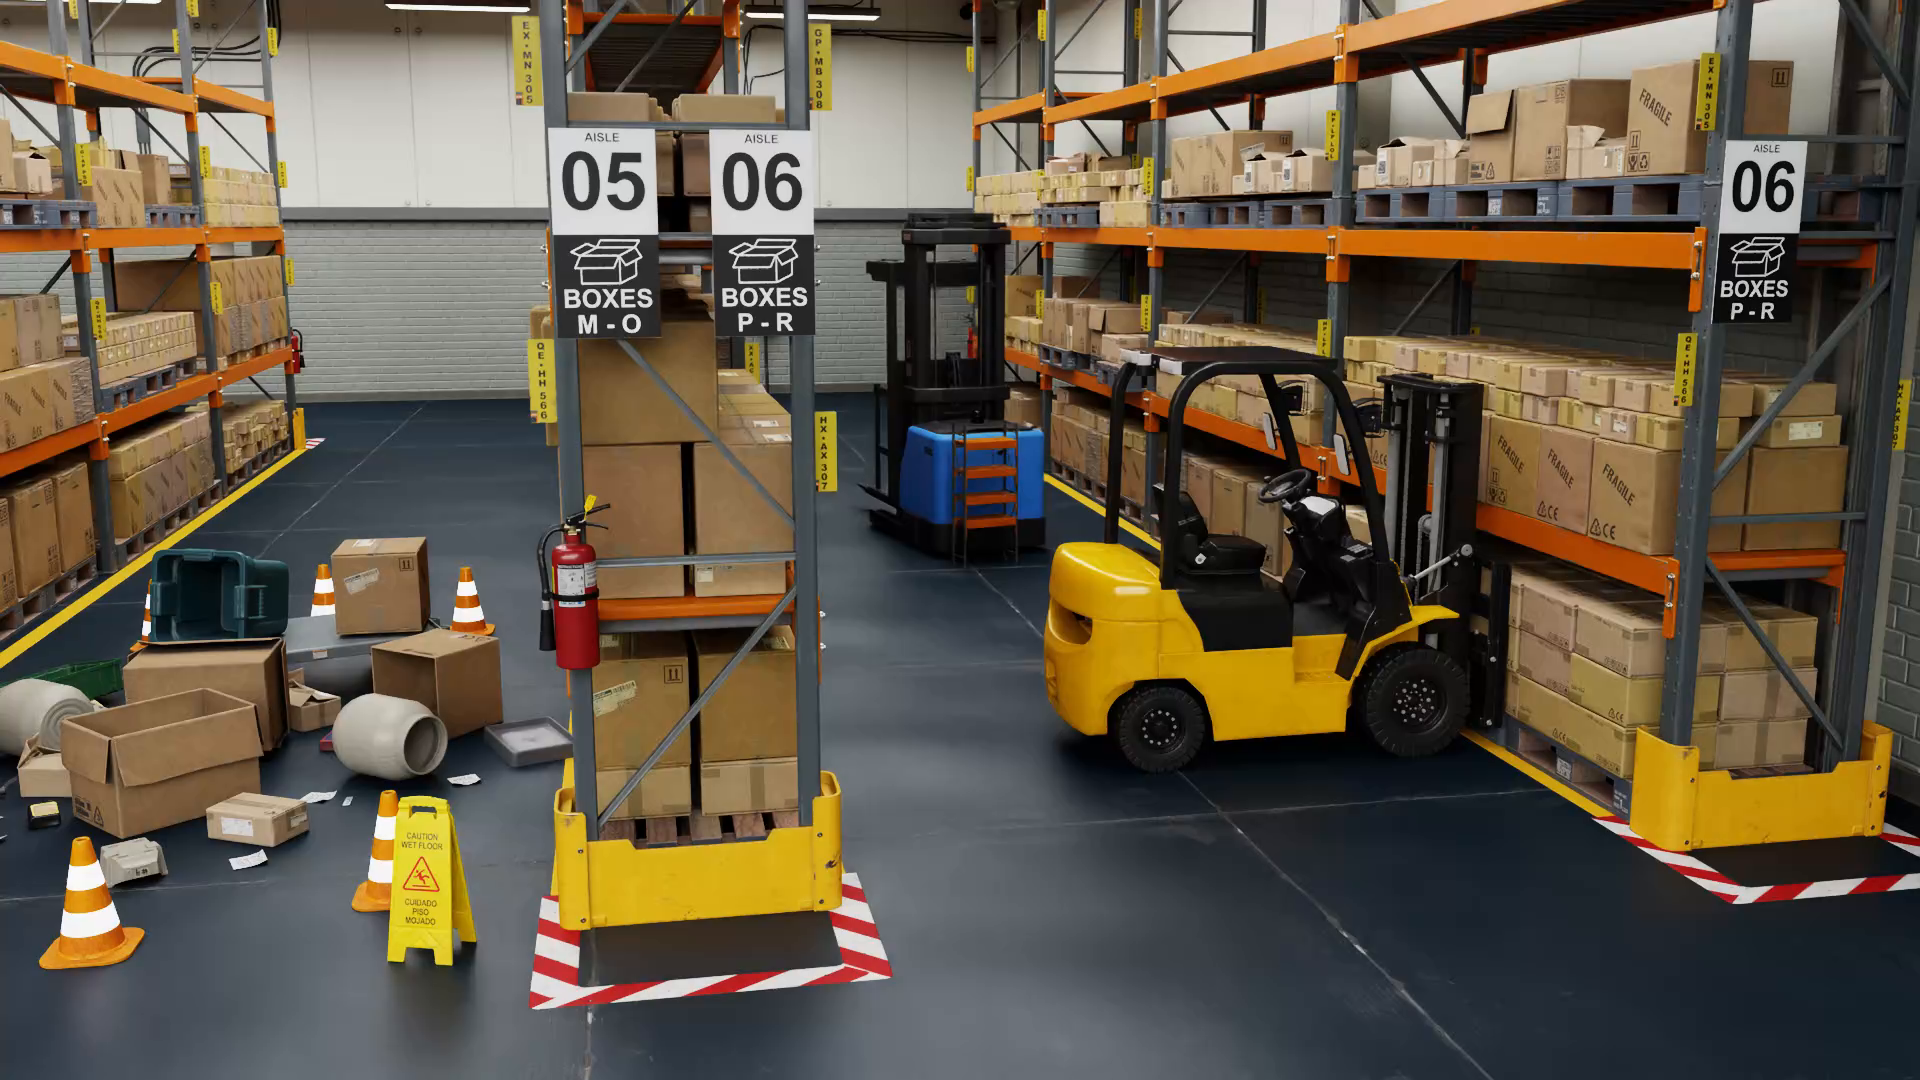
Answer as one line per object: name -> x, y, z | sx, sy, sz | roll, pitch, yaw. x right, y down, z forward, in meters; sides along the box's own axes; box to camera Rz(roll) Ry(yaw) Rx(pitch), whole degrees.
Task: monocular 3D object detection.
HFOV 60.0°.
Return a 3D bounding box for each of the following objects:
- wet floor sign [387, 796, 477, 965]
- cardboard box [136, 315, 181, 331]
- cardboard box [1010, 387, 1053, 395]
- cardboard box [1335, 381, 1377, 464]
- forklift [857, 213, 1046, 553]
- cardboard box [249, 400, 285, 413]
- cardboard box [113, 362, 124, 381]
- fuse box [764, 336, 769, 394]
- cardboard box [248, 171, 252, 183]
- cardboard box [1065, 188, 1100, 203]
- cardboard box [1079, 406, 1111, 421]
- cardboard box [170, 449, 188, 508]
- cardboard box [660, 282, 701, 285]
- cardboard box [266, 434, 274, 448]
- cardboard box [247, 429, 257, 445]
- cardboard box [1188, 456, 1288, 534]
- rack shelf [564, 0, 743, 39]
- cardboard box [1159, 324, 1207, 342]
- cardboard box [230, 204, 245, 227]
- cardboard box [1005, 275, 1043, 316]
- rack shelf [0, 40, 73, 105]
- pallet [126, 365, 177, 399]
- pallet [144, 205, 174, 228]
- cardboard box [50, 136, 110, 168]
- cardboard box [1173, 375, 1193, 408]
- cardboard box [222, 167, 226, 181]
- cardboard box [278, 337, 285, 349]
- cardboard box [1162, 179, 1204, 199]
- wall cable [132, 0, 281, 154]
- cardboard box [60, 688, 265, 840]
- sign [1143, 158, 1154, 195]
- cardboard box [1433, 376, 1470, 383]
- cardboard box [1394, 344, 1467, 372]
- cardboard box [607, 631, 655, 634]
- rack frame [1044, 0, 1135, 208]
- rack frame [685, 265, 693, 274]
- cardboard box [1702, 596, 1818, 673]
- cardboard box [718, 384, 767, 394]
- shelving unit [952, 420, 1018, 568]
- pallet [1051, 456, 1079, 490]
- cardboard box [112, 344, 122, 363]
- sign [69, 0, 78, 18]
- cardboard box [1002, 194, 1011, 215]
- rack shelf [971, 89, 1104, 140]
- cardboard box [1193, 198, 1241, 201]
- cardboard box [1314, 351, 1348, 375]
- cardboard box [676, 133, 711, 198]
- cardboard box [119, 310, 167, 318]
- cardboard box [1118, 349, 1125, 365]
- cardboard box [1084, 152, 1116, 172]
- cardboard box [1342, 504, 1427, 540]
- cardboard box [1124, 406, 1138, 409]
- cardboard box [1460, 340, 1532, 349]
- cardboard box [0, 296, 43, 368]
wet floor sign -> -2.094, 1.317, 6.549 | 0.267, 0.644, 0.232 | 2, 11, 9
cardboard box -> -7.881, -2.127, 16.308 | 0.380, 0.149, 0.250 | -2, 11, -13
cardboard box -> 0.829, -1.733, 21.842 | 0.700, 0.500, 0.500 | -2, 11, -9
cardboard box -> 2.839, -0.786, 11.036 | 0.500, 0.500, 0.500 | -2, 11, -13
forklift -> -0.224, -1.561, 15.561 | 1.130, 2.935, 3.031 | -4, 11, -19
cardboard box -> -8.678, -1.659, 20.801 | 0.380, 0.149, 0.250 | -2, 11, -10
cardboard box -> -7.468, -1.453, 14.355 | 0.380, 0.149, 0.250 | -2, 11, -8
fuse box -> -3.224, -3.297, 27.945 | 0.539, 1.711, 0.414 | -2, 11, -11
cardboard box -> -8.526, -4.251, 19.483 | 0.380, 0.149, 0.250 | -2, 11, -12
cardboard box -> 1.321, -3.644, 17.578 | 0.380, 0.149, 0.250 | -2, 11, -12
cardboard box -> 1.519, -1.372, 18.210 | 0.380, 0.149, 0.250 | -2, 11, -12
cardboard box -> -7.666, -0.579, 15.777 | 0.500, 0.500, 0.500 | -2, 11, -12
cardboard box -> -2.600, -2.110, 15.321 | 0.500, 0.500, 0.500 | -2, 11, -11
cardboard box -> -8.434, -1.181, 19.882 | 0.380, 0.149, 0.250 | -3, 11, -14
cardboard box -> -8.295, -1.181, 19.087 | 0.380, 0.149, 0.250 | -2, 11, -11
cardboard box -> 2.473, -0.367, 14.328 | 0.875, 0.625, 0.625 | -2, 11, -9
rack shelf -> -1.471, -2.872, 8.150 | 1.077, 0.370, 4.000 | -2, 11, -11
cardboard box -> 2.004, -1.860, 14.944 | 0.380, 0.149, 0.250 | -2, 11, -9
cardboard box -> -8.271, -3.597, 18.453 | 0.500, 0.250, 0.500 | -2, 11, -9
cardboard box -> 0.791, -3.101, 21.068 | 0.500, 0.500, 0.500 | -2, 11, -10
rack shelf -> -7.085, -3.212, 10.999 | 1.077, 0.370, 4.000 | -2, 11, -11
pallet -> -7.899, -1.449, 15.300 | 1.003, 0.211, 1.213 | -2, 11, -11
pallet -> -8.031, -2.989, 15.360 | 1.213, 0.211, 1.003 | -2, 11, -11
cardboard box -> -7.382, -3.259, 13.960 | 0.396, 0.266, 0.258 | -2, 11, -11
cardboard box -> 2.170, -1.305, 14.432 | 0.500, 0.250, 0.500 | -2, 11, -12
cardboard box -> -8.271, -4.010, 18.217 | 0.380, 0.149, 0.250 | -2, 11, -13
cardboard box -> -8.689, -2.476, 20.854 | 0.380, 0.149, 0.250 | -2, 11, -11
cardboard box -> 2.000, -3.101, 14.676 | 0.380, 0.166, 0.250 | -2, 11, -11
wall cable -> -11.633, -8.177, 25.486 | 2.277, 5.999, 0.120 | -2, 11, -11
cardboard box -> -3.907, 1.083, 8.159 | 0.637, 0.503, 0.797 | 9, 14, 38
sign -> 1.698, -3.270, 14.947 | 0.100, 0.325, 0.005 | -2, 11, -11
cardboard box -> 3.033, -0.892, 9.857 | 0.380, 0.149, 0.250 | -2, 11, -13
cardboard box -> 2.927, -1.130, 10.315 | 0.380, 0.149, 0.250 | -2, 11, -10
cardboard box -> -1.631, 0.342, 7.867 | 0.380, 0.149, 0.250 | -2, 11, -9
rack frame -> 1.452, -5.242, 18.671 | 1.000, 3.000, 0.127 | -2, 11, -11
rack frame -> -3.416, -2.114, 18.280 | 1.000, 3.000, 0.127 | -2, 11, -11
cardboard box -> 3.879, 0.464, 8.292 | 0.500, 0.250, 0.500 | -2, 11, -12
cardboard box -> -1.317, -0.580, 9.159 | 0.500, 0.500, 0.500 | -2, 11, -9
shelving unit -> 0.212, -0.391, 14.043 | 0.503, 1.200, 0.258 | -5, 12, -25
pallet -> 1.648, -0.777, 18.716 | 1.003, 0.211, 1.213 | -2, 11, -11
cardboard box -> -7.481, -1.605, 14.360 | 0.380, 0.149, 0.250 | -2, 11, -13
sign -> -8.787, -5.344, 16.495 | 0.100, 0.325, 0.005 | -2, 11, -11
cardboard box -> 0.822, -4.202, 20.837 | 0.500, 0.250, 0.500 | -2, 11, -12
rack shelf -> 1.063, -5.254, 20.666 | 1.077, 0.370, 4.000 | -2, 11, -11
cardboard box -> 2.394, -3.233, 15.471 | 0.380, 0.149, 0.250 | -2, 11, -10
cardboard box -> 2.724, -1.250, 11.740 | 0.380, 0.149, 0.250 | -2, 11, -9
cardboard box -> -0.918, -1.561, 6.958 | 0.500, 0.250, 0.500 | -2, 11, -12
cardboard box -> -8.623, -2.189, 17.612 | 0.500, 0.500, 0.500 | -2, 11, -11
cardboard box -> 1.726, -1.751, 15.921 | 0.380, 0.149, 0.250 | -2, 11, -10
cardboard box -> 1.579, -4.197, 18.578 | 0.396, 0.266, 0.258 | -2, 11, -12
cardboard box -> 2.795, -0.074, 11.121 | 0.500, 0.250, 0.500 | -2, 11, -12
cardboard box -> 1.995, -1.397, 18.339 | 0.380, 0.149, 0.250 | -3, 11, -14
cardboard box -> 3.440, -1.198, 10.673 | 0.380, 0.149, 0.250 | -2, 11, -12
cardboard box -> -7.296, -1.547, 12.358 | 0.700, 0.500, 0.500 | -2, 11, -12
